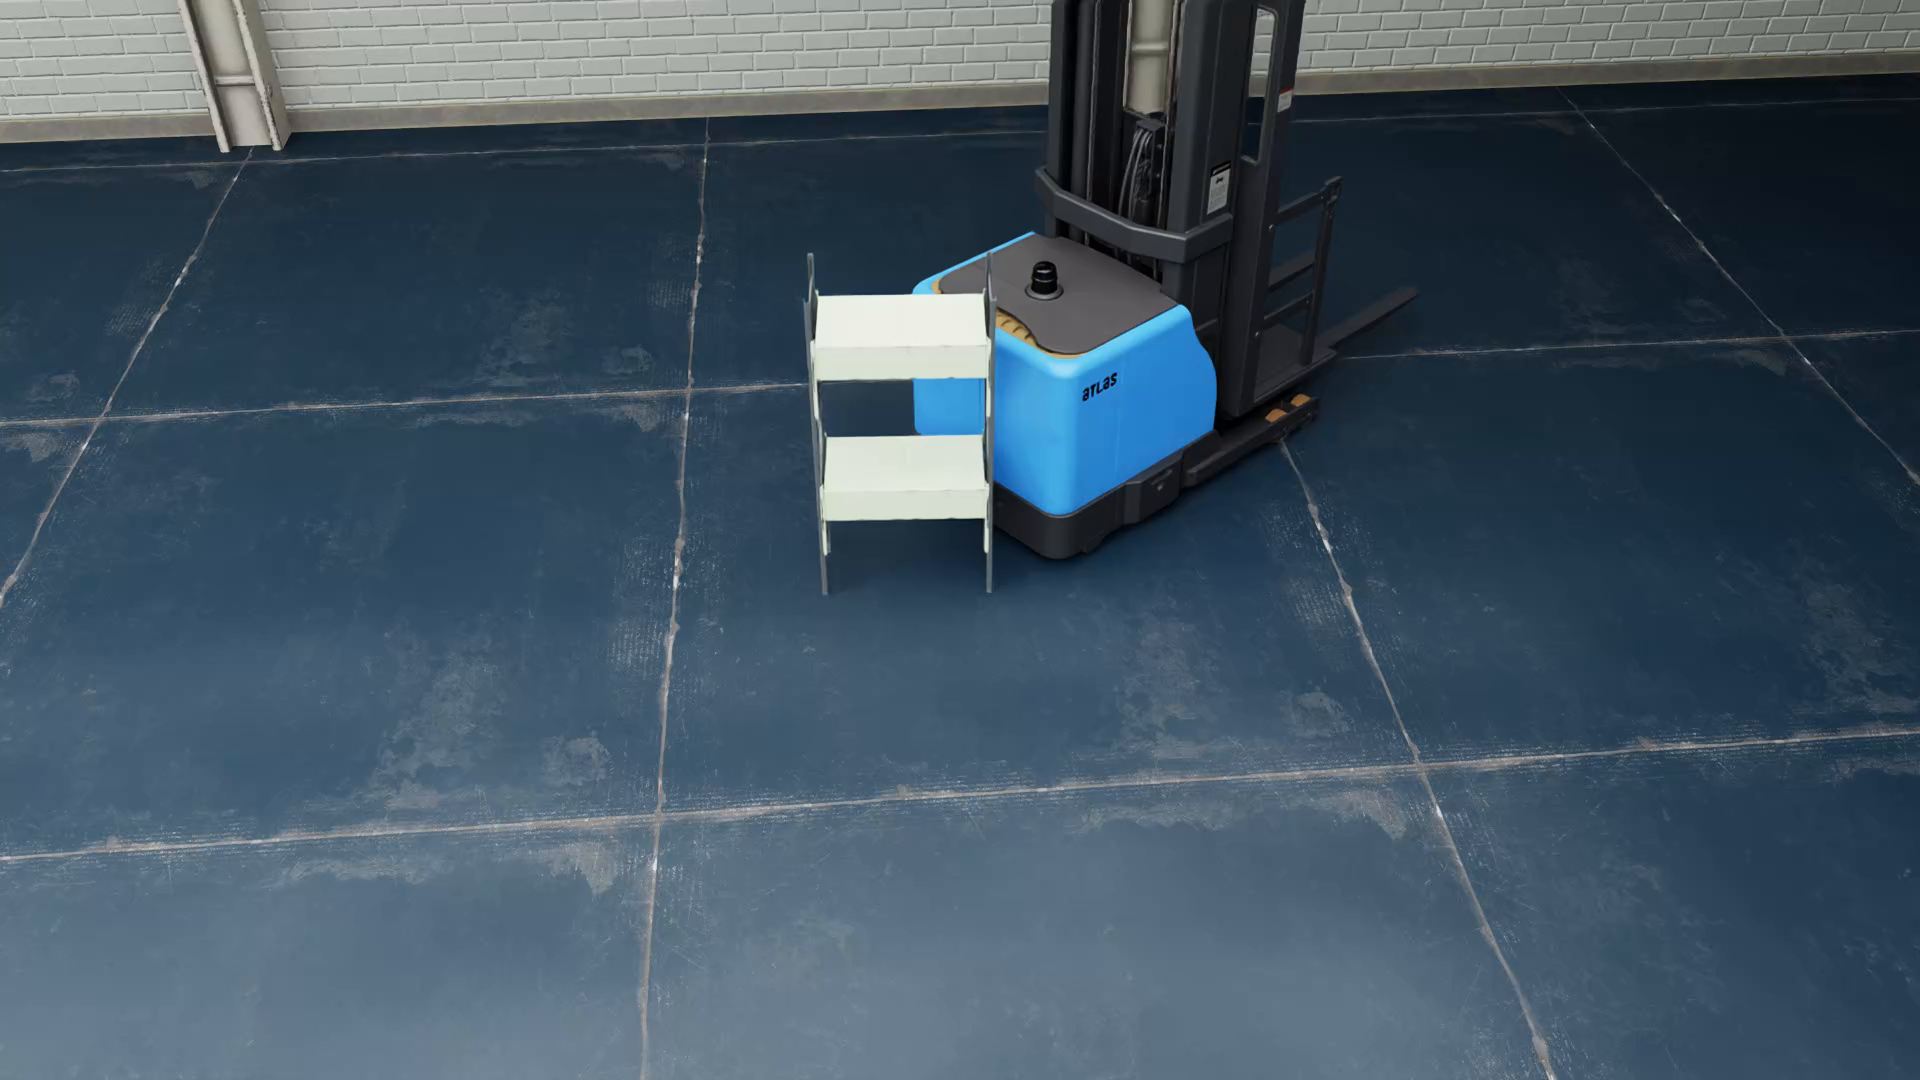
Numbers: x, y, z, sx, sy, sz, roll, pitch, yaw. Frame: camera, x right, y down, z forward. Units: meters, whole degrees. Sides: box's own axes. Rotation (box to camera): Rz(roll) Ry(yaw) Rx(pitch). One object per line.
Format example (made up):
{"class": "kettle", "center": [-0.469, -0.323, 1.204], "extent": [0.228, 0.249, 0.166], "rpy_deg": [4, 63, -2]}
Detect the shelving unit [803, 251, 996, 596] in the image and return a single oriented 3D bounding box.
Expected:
{"class": "shelving unit", "center": [-0.241, -0.468, 7.133], "extent": [0.755, 1.500, 0.431], "rpy_deg": [-1, 38, -1]}

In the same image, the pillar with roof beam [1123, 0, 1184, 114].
{"class": "pillar with roof beam", "center": [1.648, -3.877, 5.399], "extent": [0.400, 9.000, 9.100], "rpy_deg": [-3, 38, -4]}

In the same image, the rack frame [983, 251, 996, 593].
{"class": "rack frame", "center": [0.125, -0.475, 7.141], "extent": [0.023, 1.500, 0.400], "rpy_deg": [-1, 38, -1]}

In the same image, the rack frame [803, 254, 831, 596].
{"class": "rack frame", "center": [-0.607, -0.462, 7.125], "extent": [0.023, 1.500, 0.400], "rpy_deg": [-1, 38, -1]}

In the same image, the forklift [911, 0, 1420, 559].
{"class": "forklift", "center": [1.189, -1.857, 7.737], "extent": [3.031, 2.935, 1.130], "rpy_deg": [-30, 47, -32]}

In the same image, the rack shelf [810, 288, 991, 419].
{"class": "rack shelf", "center": [-0.241, -0.775, 6.891], "extent": [0.720, 0.370, 0.431], "rpy_deg": [-1, 38, -1]}

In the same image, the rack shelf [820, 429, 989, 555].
{"class": "rack shelf", "center": [-0.241, -0.212, 7.335], "extent": [0.720, 0.370, 0.431], "rpy_deg": [-1, 38, -1]}

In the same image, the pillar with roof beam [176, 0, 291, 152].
{"class": "pillar with roof beam", "center": [-4.328, -3.548, 4.982], "extent": [0.400, 9.000, 9.100], "rpy_deg": [-3, 38, -4]}
